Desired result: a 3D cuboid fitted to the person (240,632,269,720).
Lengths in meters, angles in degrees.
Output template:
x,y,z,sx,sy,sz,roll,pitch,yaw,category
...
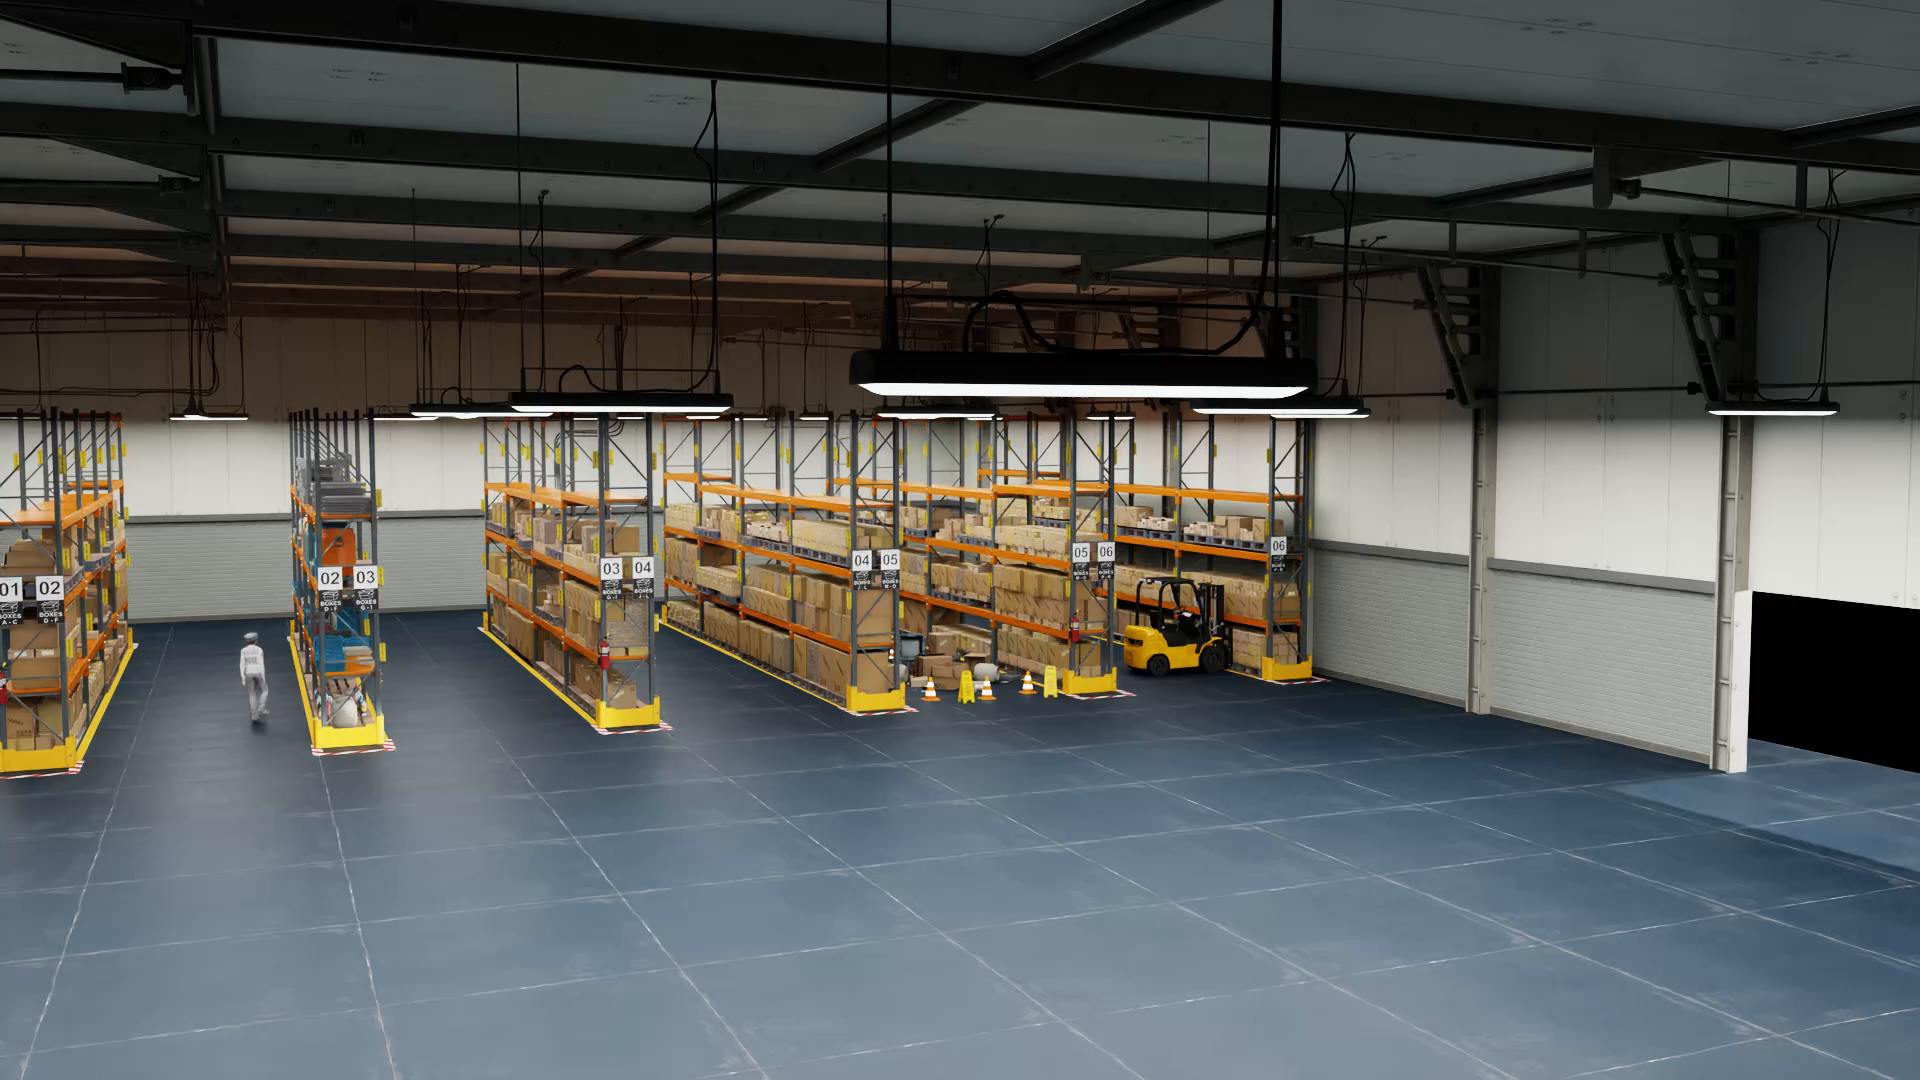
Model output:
x,y,z,sx,sy,sz,roll,pitch,yaw,category
-13.645,2.629,32.152,0.527,1.672,0.493,-1,4,-15,person
